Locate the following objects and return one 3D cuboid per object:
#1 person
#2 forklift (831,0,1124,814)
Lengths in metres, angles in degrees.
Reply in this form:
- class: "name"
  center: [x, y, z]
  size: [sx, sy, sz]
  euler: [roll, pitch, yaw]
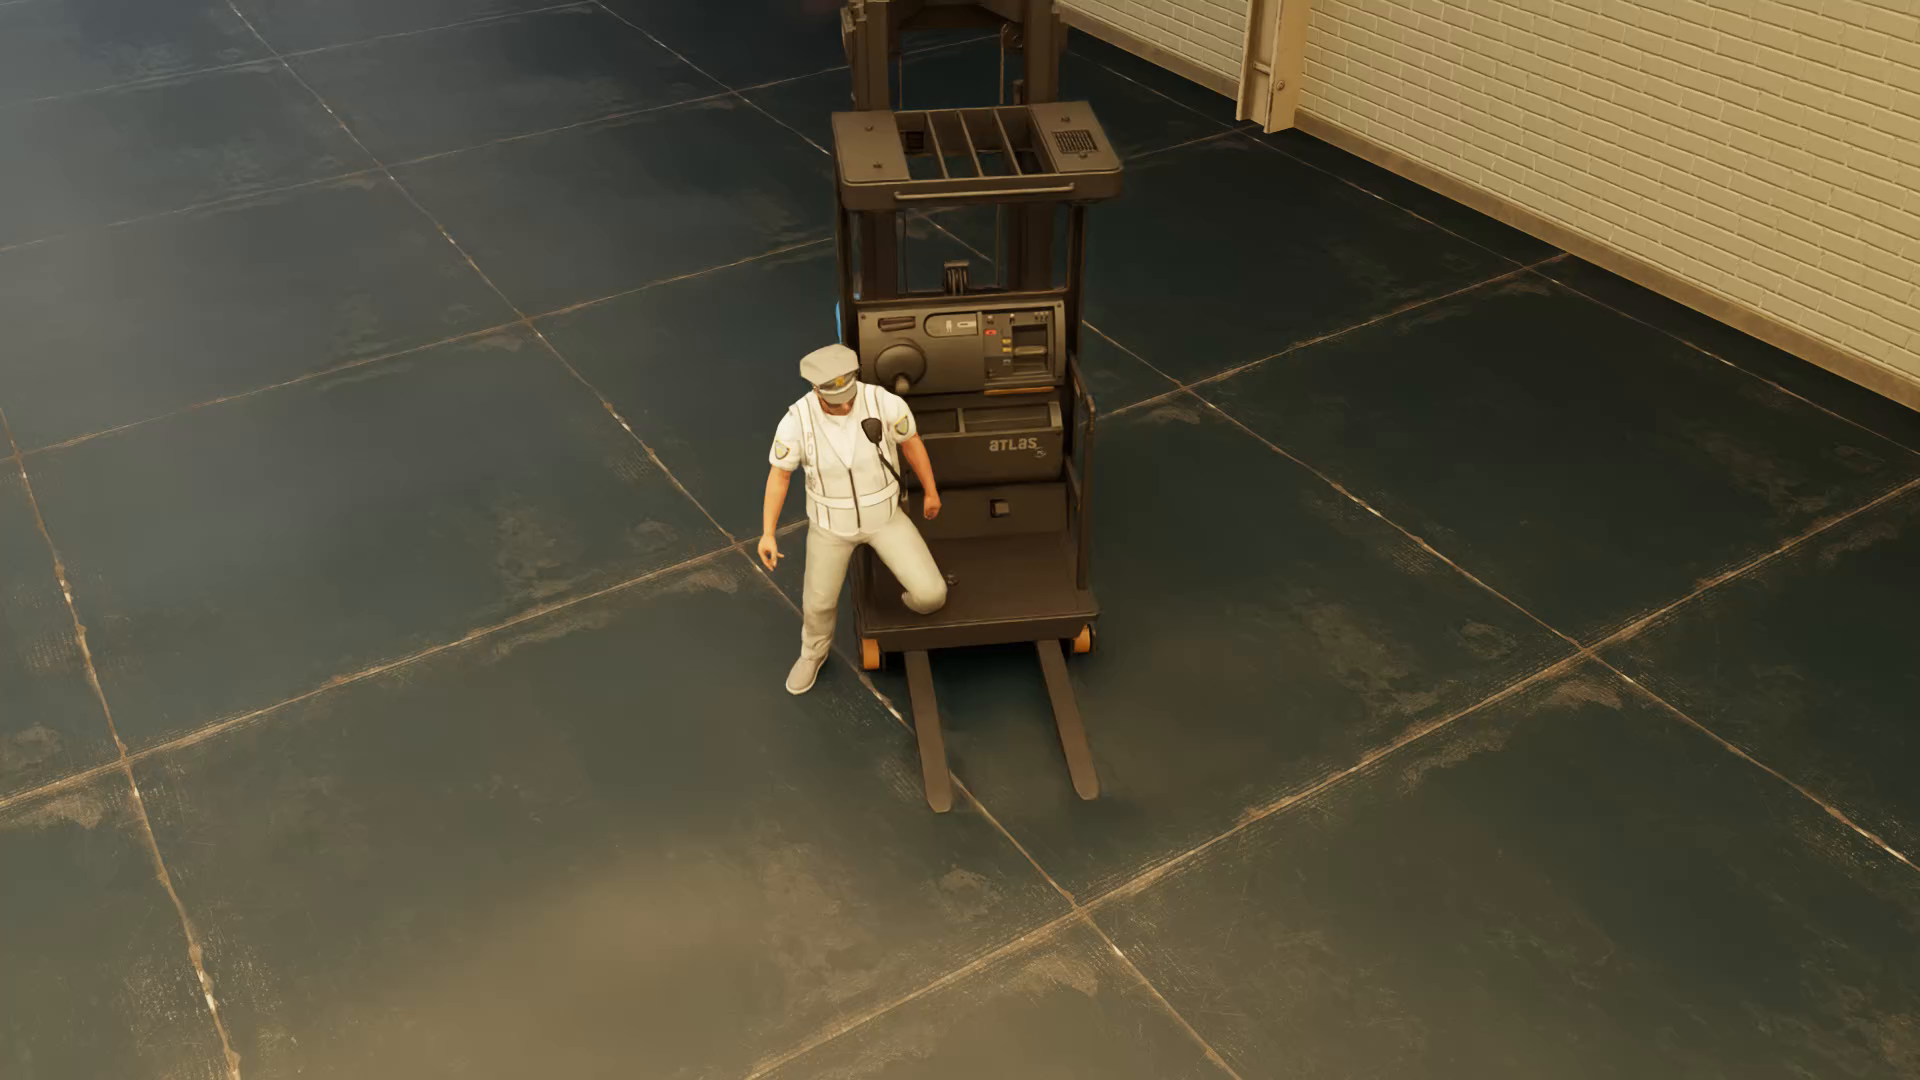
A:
- class: "person"
  center: [-0.462, -0.064, 7.300]
  size: [0.864, 1.717, 0.513]
  euler: [-5, 35, -7]
- class: "forklift"
  center: [0.040, -0.799, 7.285]
  size: [1.130, 2.935, 3.031]
  euler: [-4, 35, -6]
